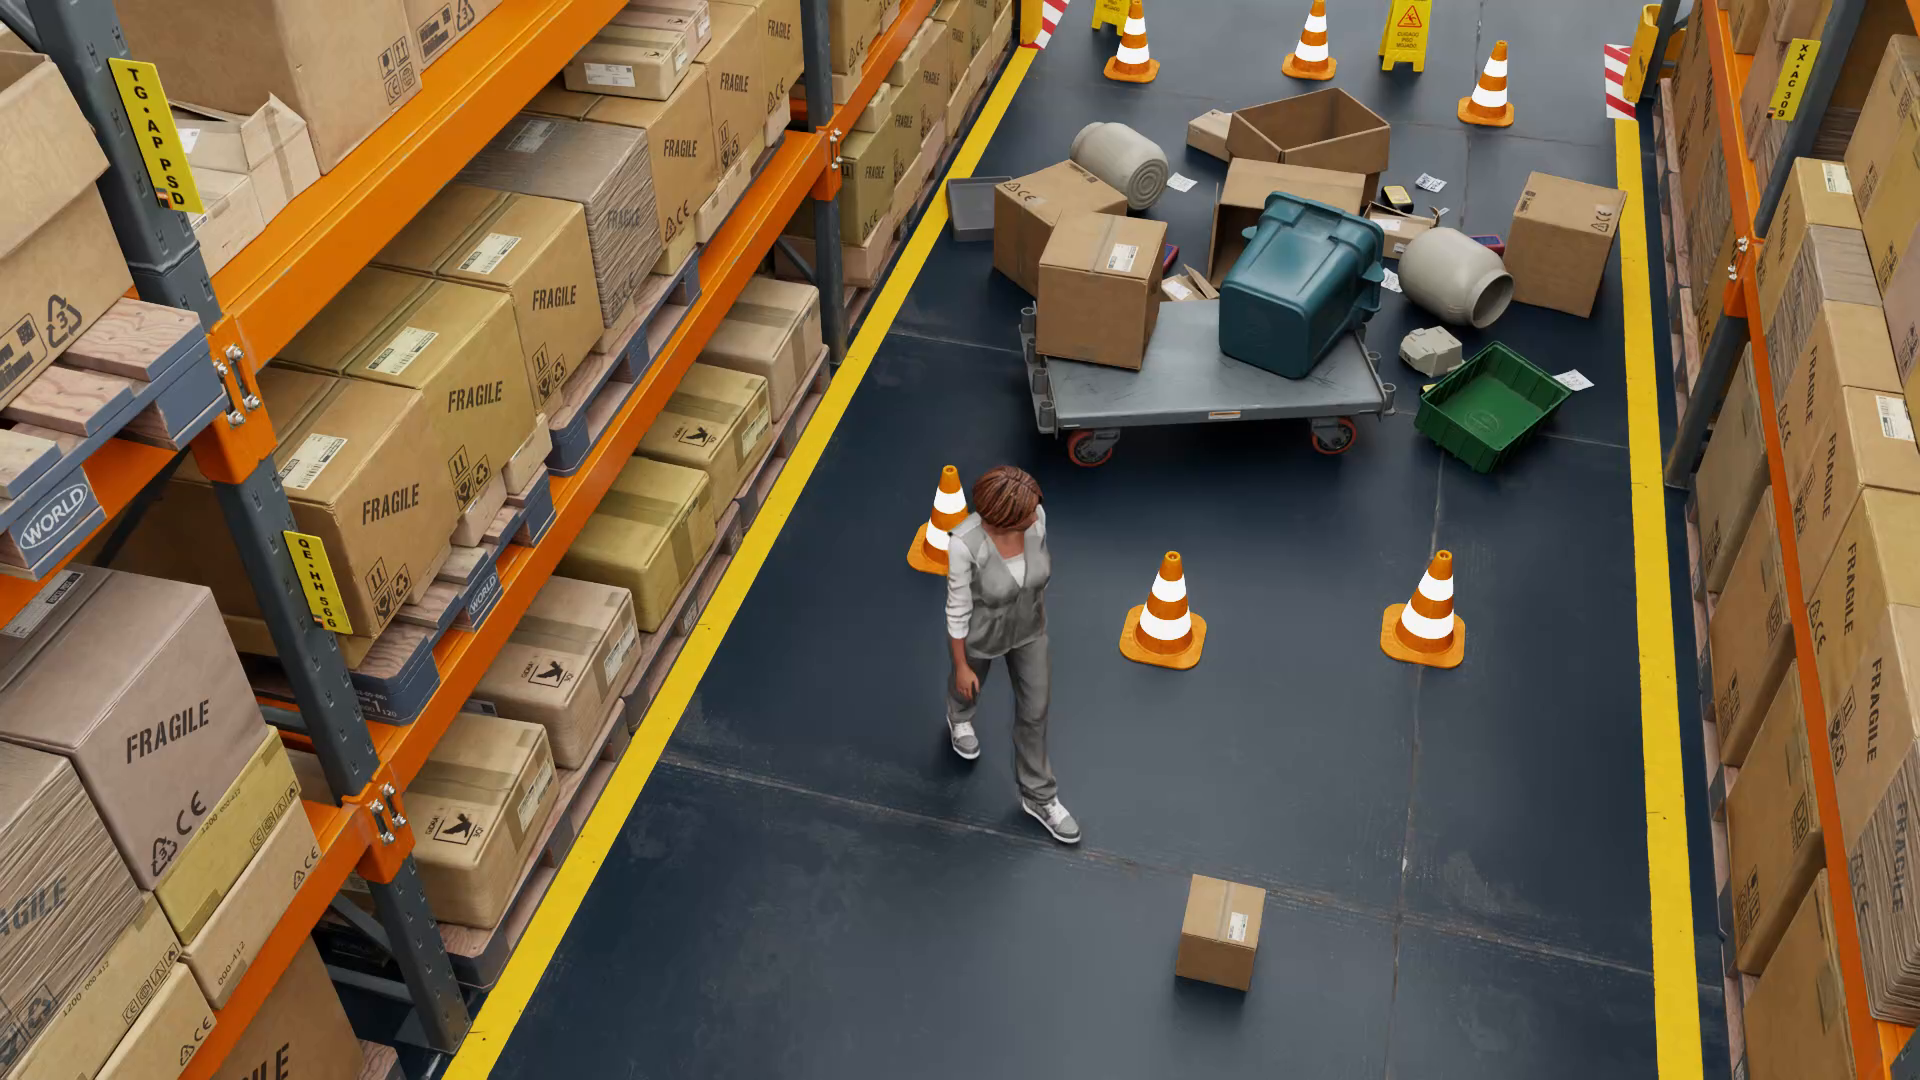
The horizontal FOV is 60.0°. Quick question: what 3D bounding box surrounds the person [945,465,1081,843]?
[{"bbox_3d":[0.134,0.335,5.788,0.426,1.565,0.766,-15,44,-17],"label":"person"}]
